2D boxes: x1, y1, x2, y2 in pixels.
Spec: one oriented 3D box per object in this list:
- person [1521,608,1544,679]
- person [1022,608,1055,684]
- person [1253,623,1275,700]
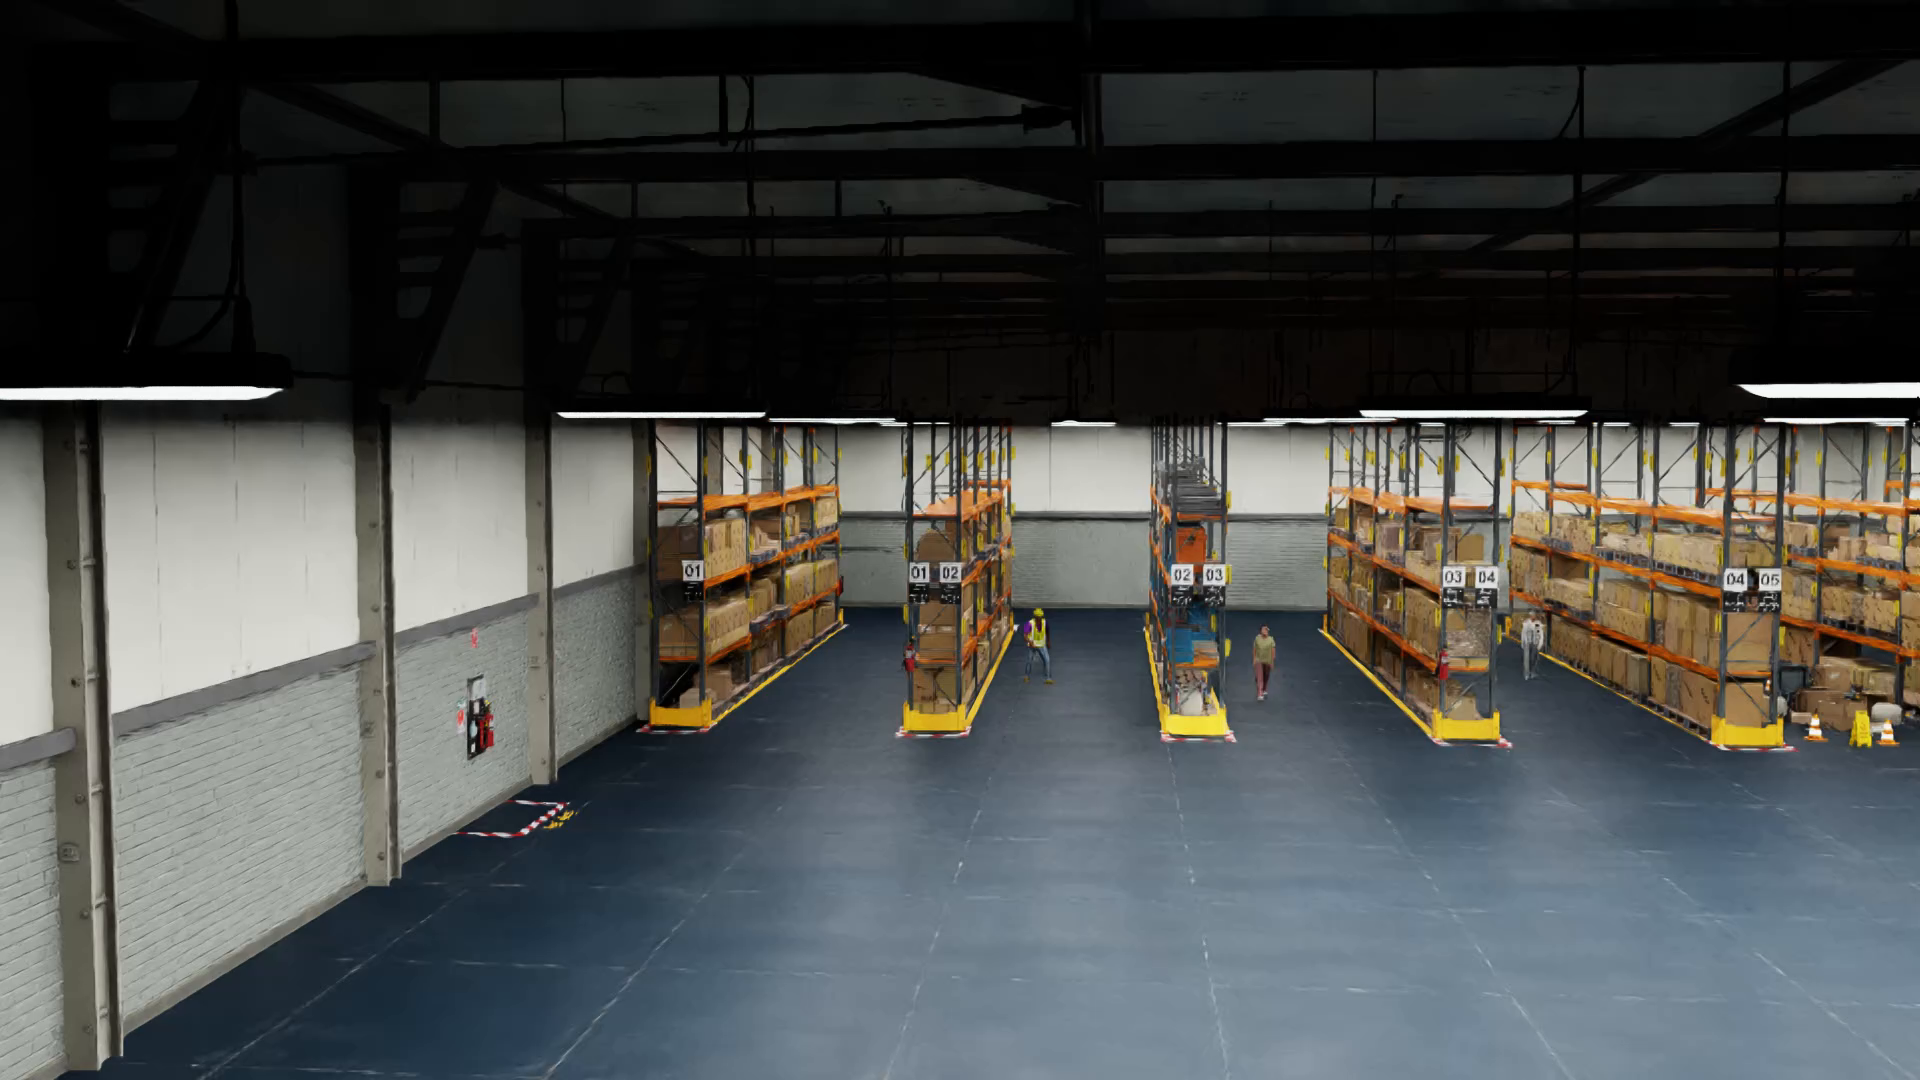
[{"bbox_3d":[13.049,2.345,37.897,0.482,1.621,0.989,1,4,14],"label":"person"},{"bbox_3d":[1.723,2.358,37.302,0.710,1.703,0.836,-1,4,-11],"label":"person"},{"bbox_3d":[6.434,2.557,35.126,0.446,1.572,1.110,0,4,3],"label":"person"}]
